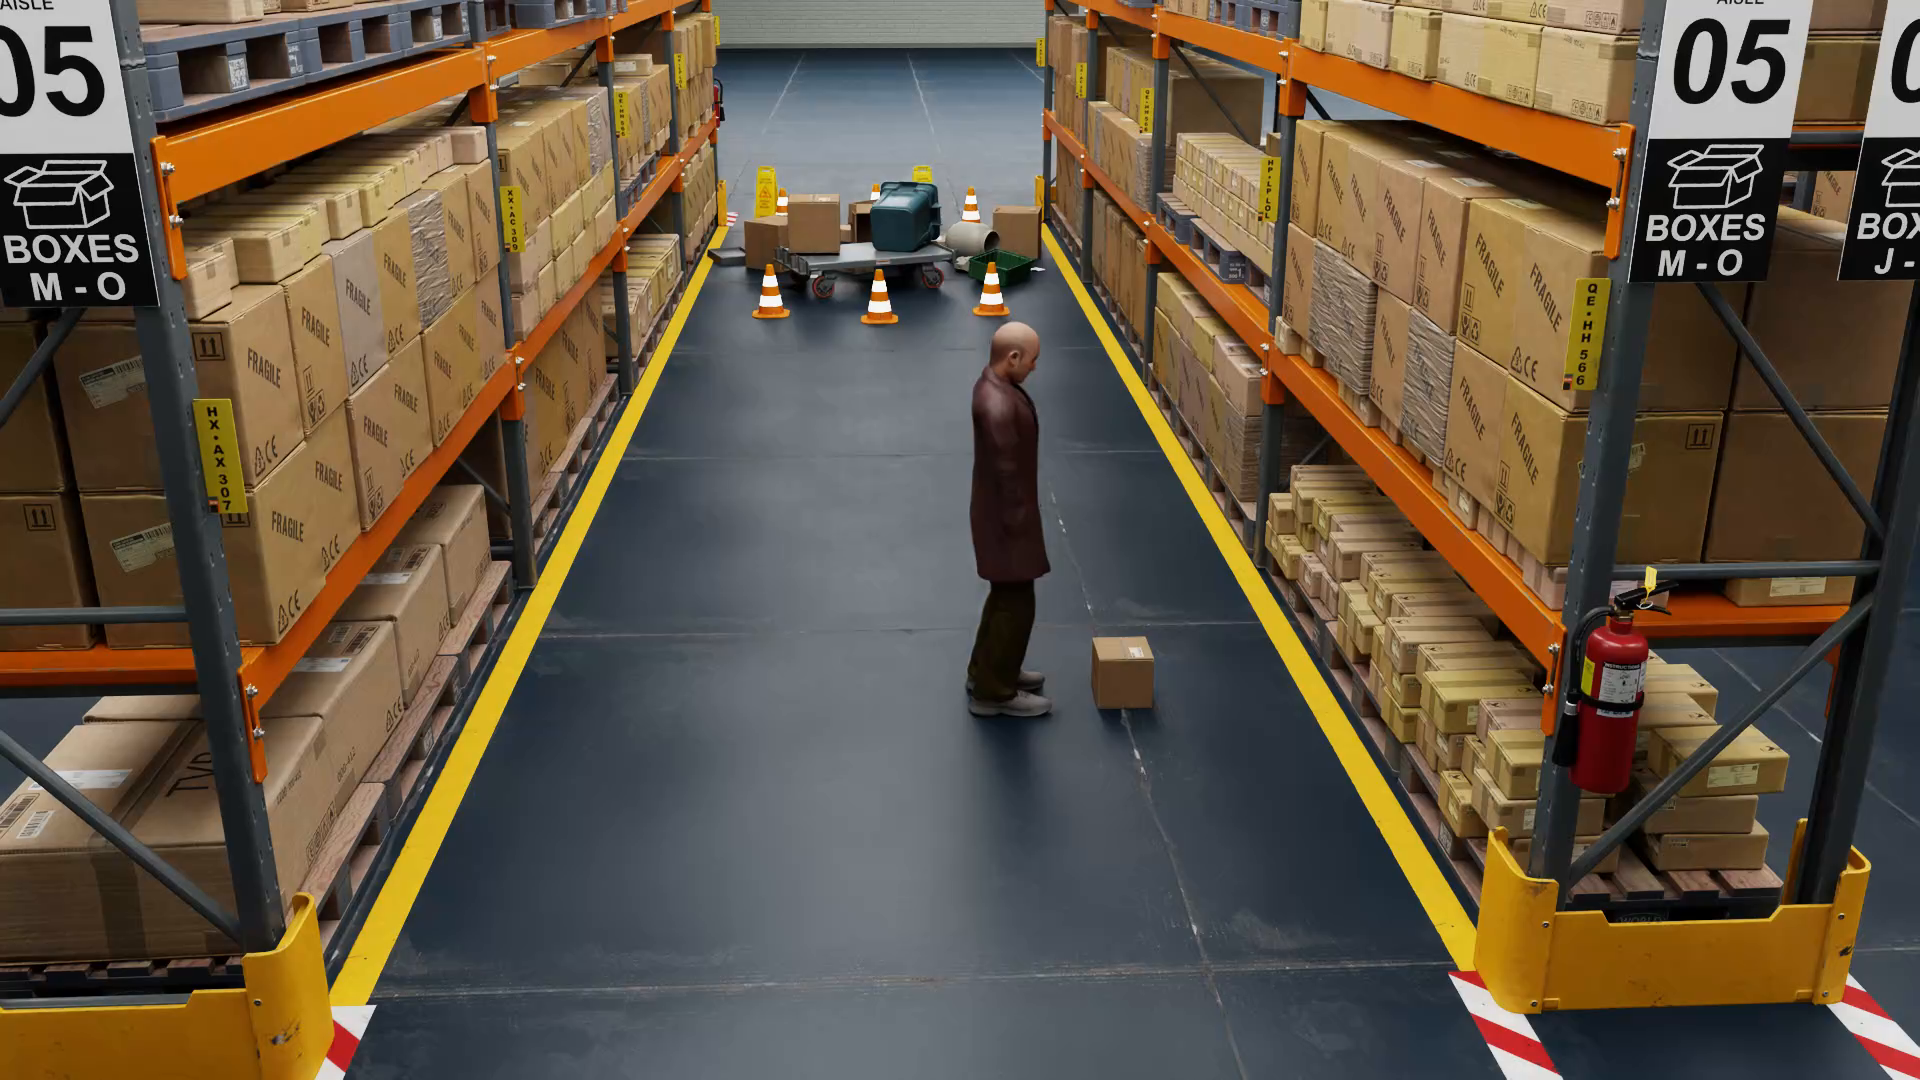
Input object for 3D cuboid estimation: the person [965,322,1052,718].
[{"bbox_3d":[0.220,-0.098,7.394,0.383,1.765,0.567,-1,20,-2],"label":"person"}]
